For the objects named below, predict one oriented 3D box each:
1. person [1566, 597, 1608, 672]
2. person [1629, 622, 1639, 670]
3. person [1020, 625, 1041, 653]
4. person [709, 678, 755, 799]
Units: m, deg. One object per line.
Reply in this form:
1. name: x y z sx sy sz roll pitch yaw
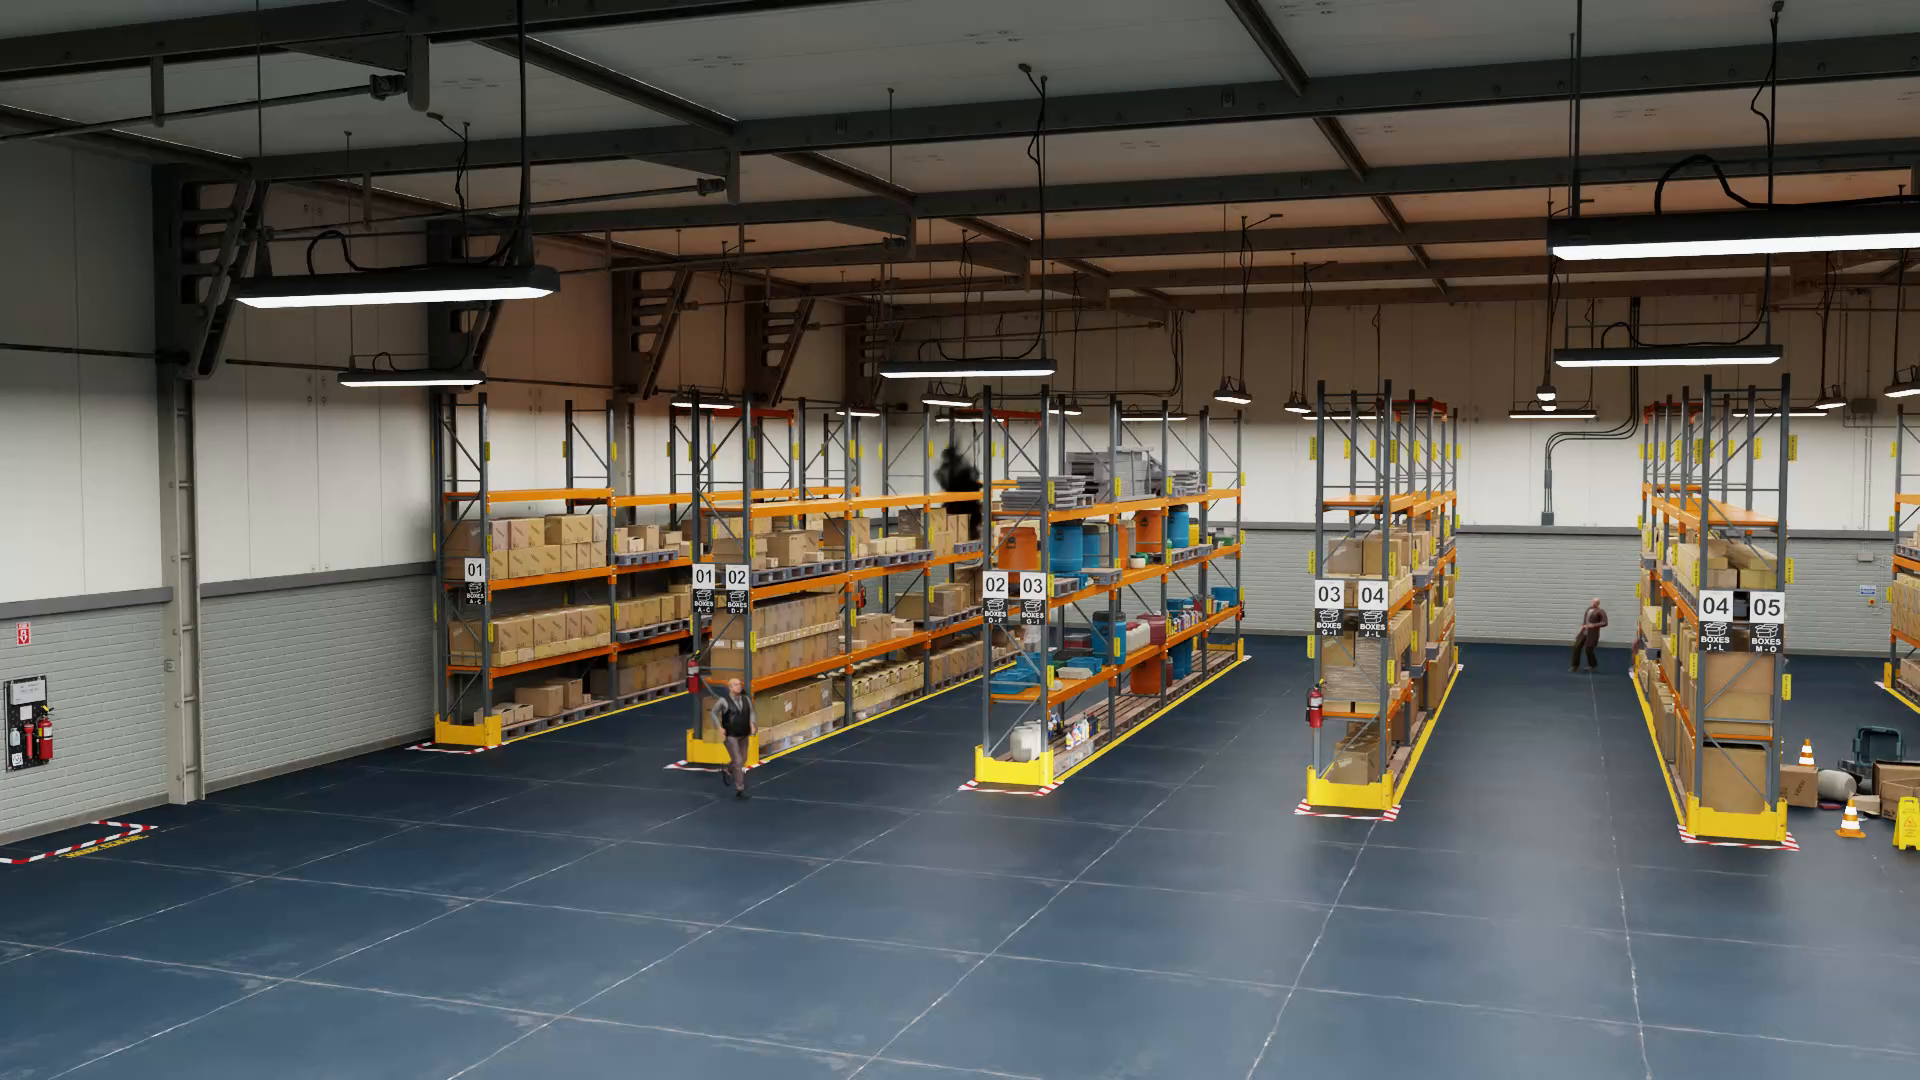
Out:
1. person: 14.263 2.167 37.550 0.779 1.778 0.809 -1 3 -26
2. person: 15.668 2.190 37.775 0.746 1.700 0.629 0 3 4
3. person: 1.502 2.086 33.824 0.565 1.681 0.691 0 3 7
4. person: -3.288 2.857 24.189 0.680 1.707 0.880 -2 4 -39
